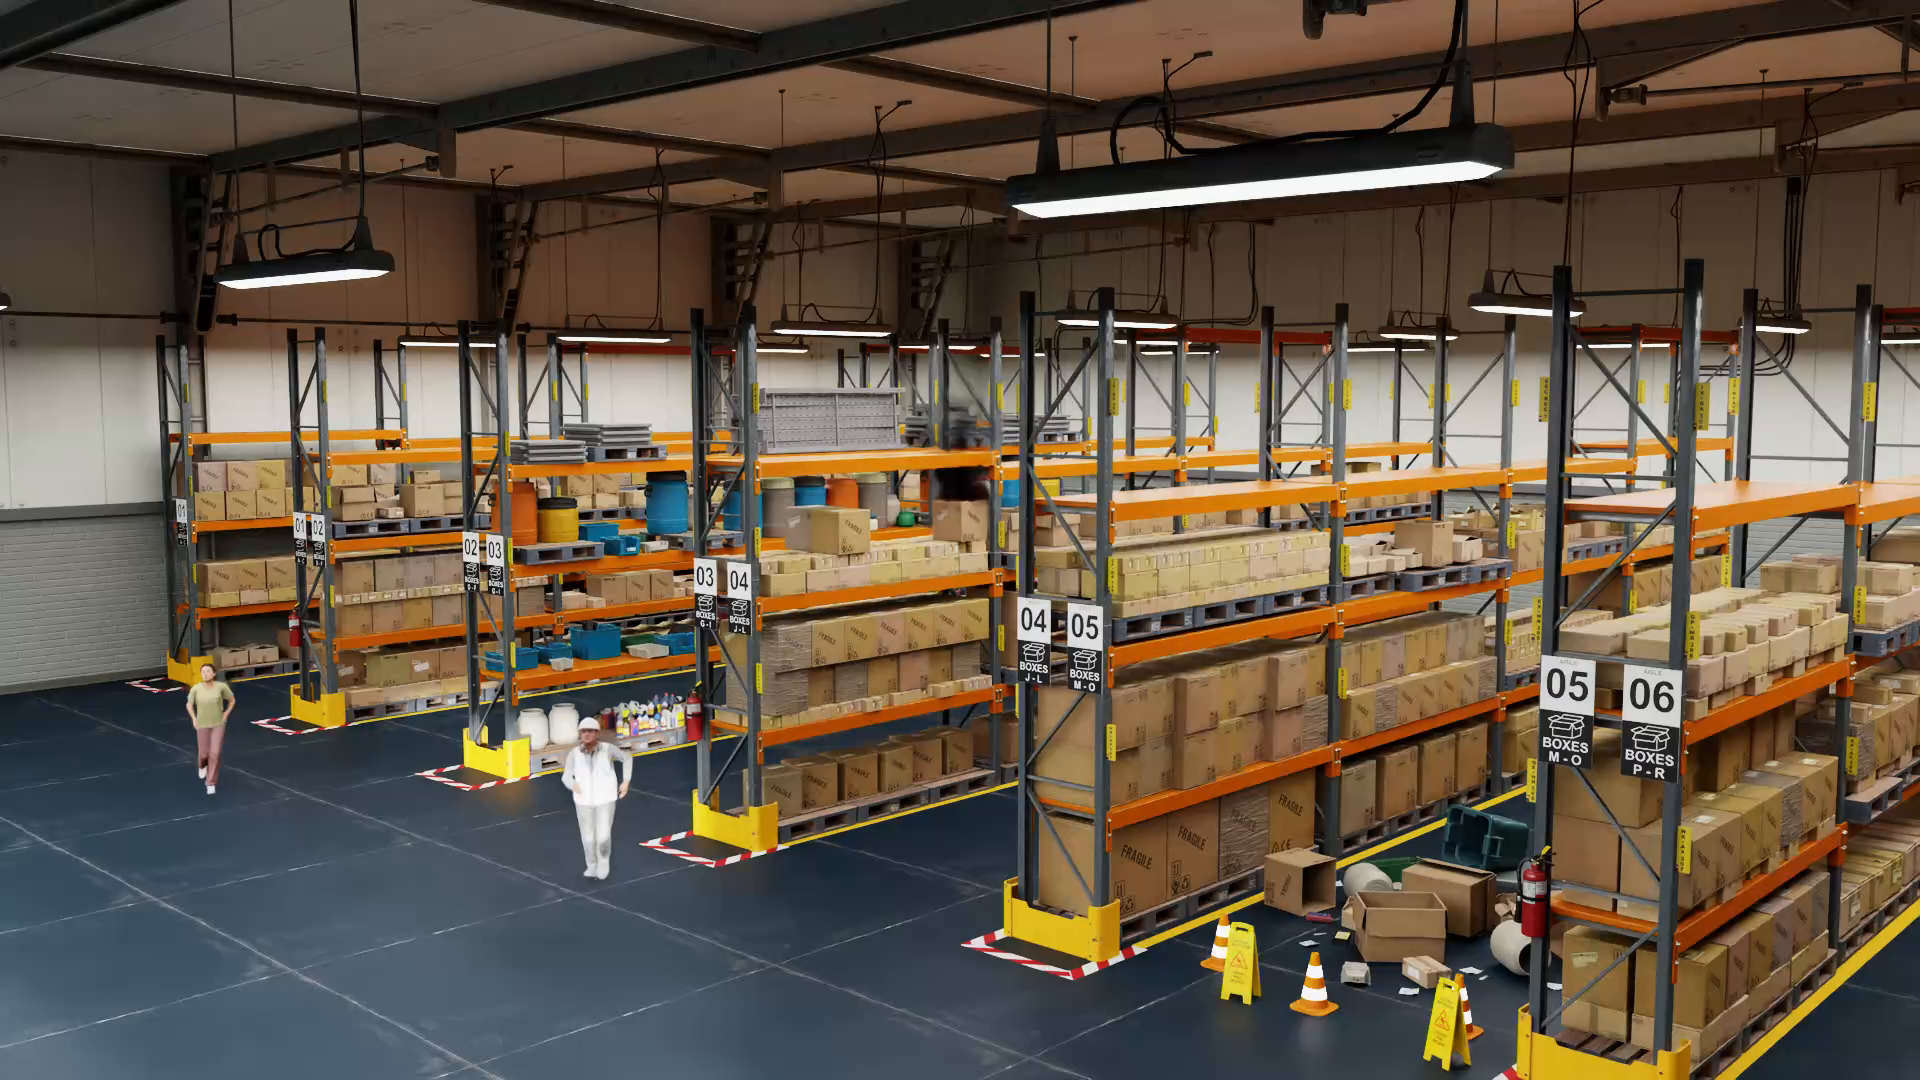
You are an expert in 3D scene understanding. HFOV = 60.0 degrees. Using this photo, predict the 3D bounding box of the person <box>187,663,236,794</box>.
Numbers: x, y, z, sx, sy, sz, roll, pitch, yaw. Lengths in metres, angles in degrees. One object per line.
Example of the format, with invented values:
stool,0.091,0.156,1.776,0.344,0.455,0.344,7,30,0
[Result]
person,-9.538,2.371,21.217,0.578,1.643,0.610,-2,6,-20

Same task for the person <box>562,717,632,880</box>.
person,-3.742,2.678,17.110,0.679,1.726,0.789,0,5,-1
